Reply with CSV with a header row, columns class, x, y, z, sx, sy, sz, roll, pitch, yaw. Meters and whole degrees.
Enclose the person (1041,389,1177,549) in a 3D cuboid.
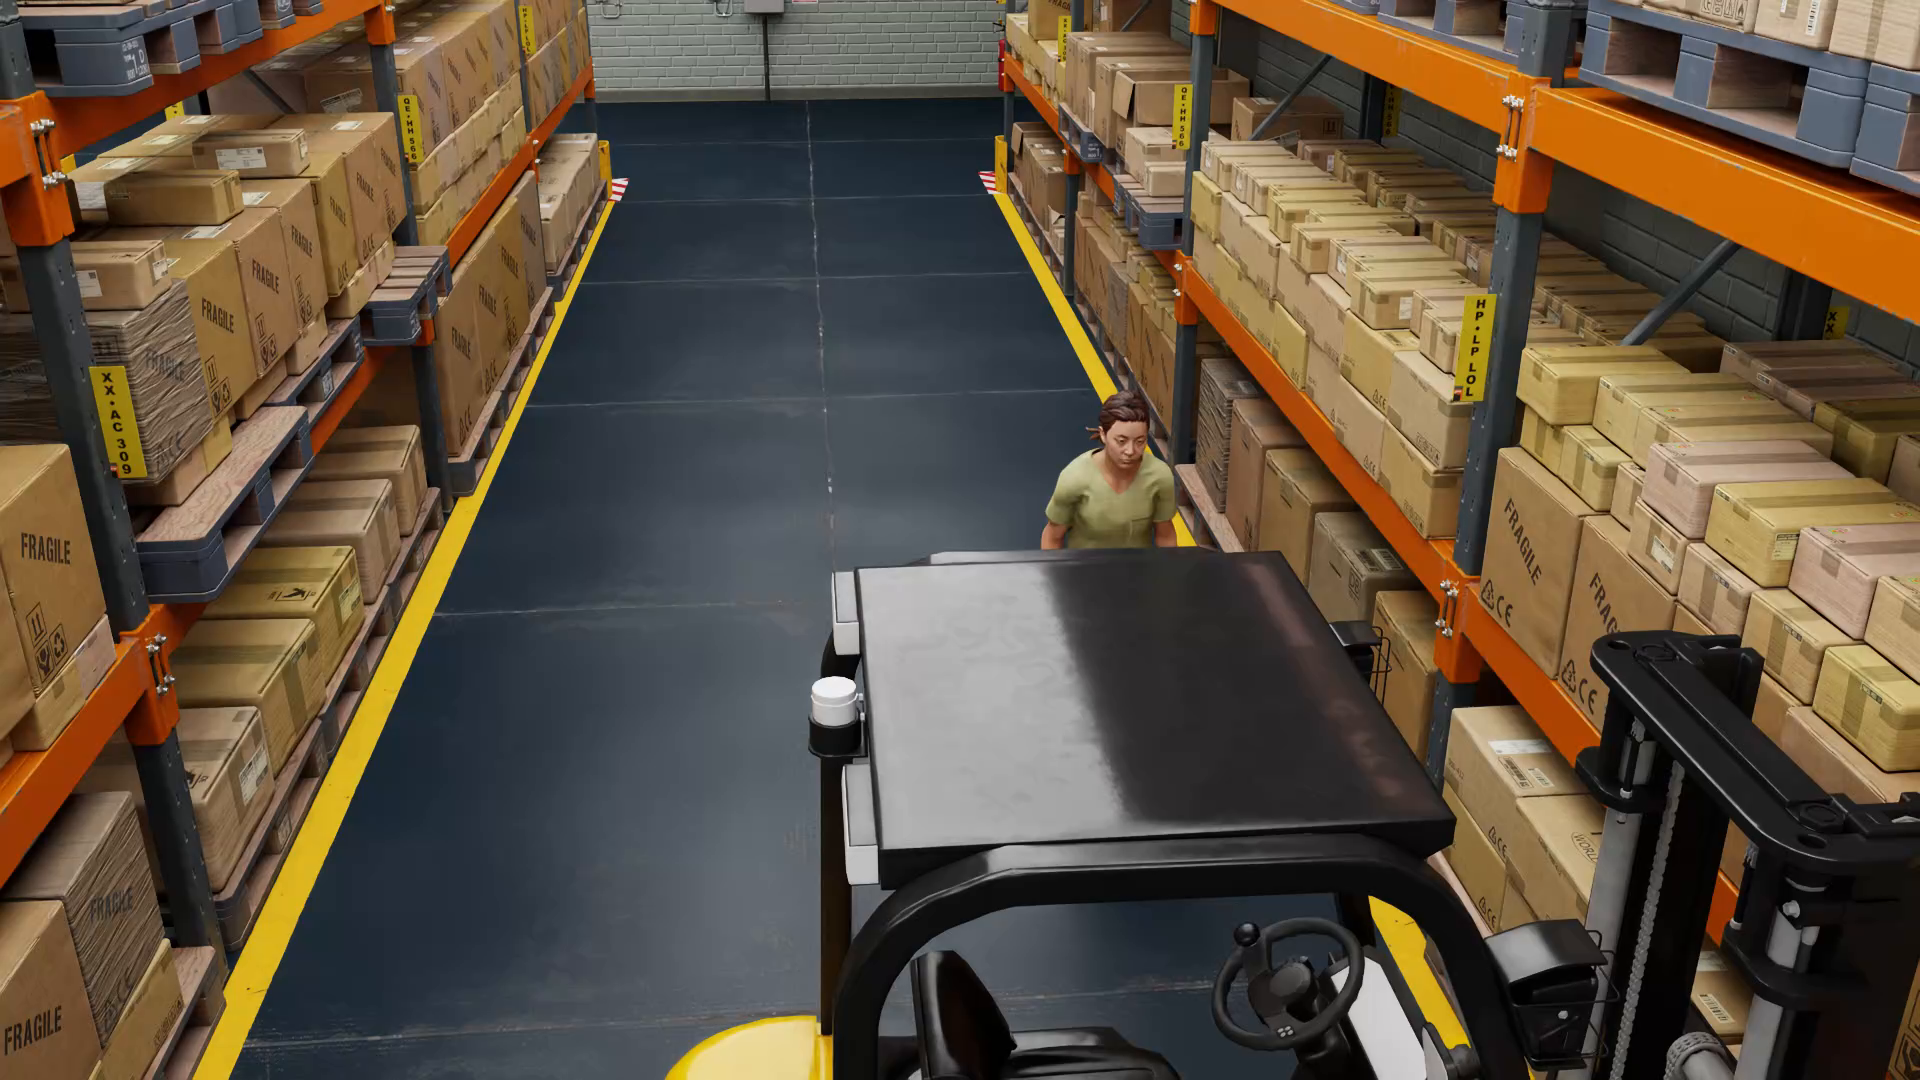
class,x,y,z,sx,sy,sz,roll,pitch,yaw
person,0.546,0.237,6.064,0.505,1.672,0.352,-3,24,-6
